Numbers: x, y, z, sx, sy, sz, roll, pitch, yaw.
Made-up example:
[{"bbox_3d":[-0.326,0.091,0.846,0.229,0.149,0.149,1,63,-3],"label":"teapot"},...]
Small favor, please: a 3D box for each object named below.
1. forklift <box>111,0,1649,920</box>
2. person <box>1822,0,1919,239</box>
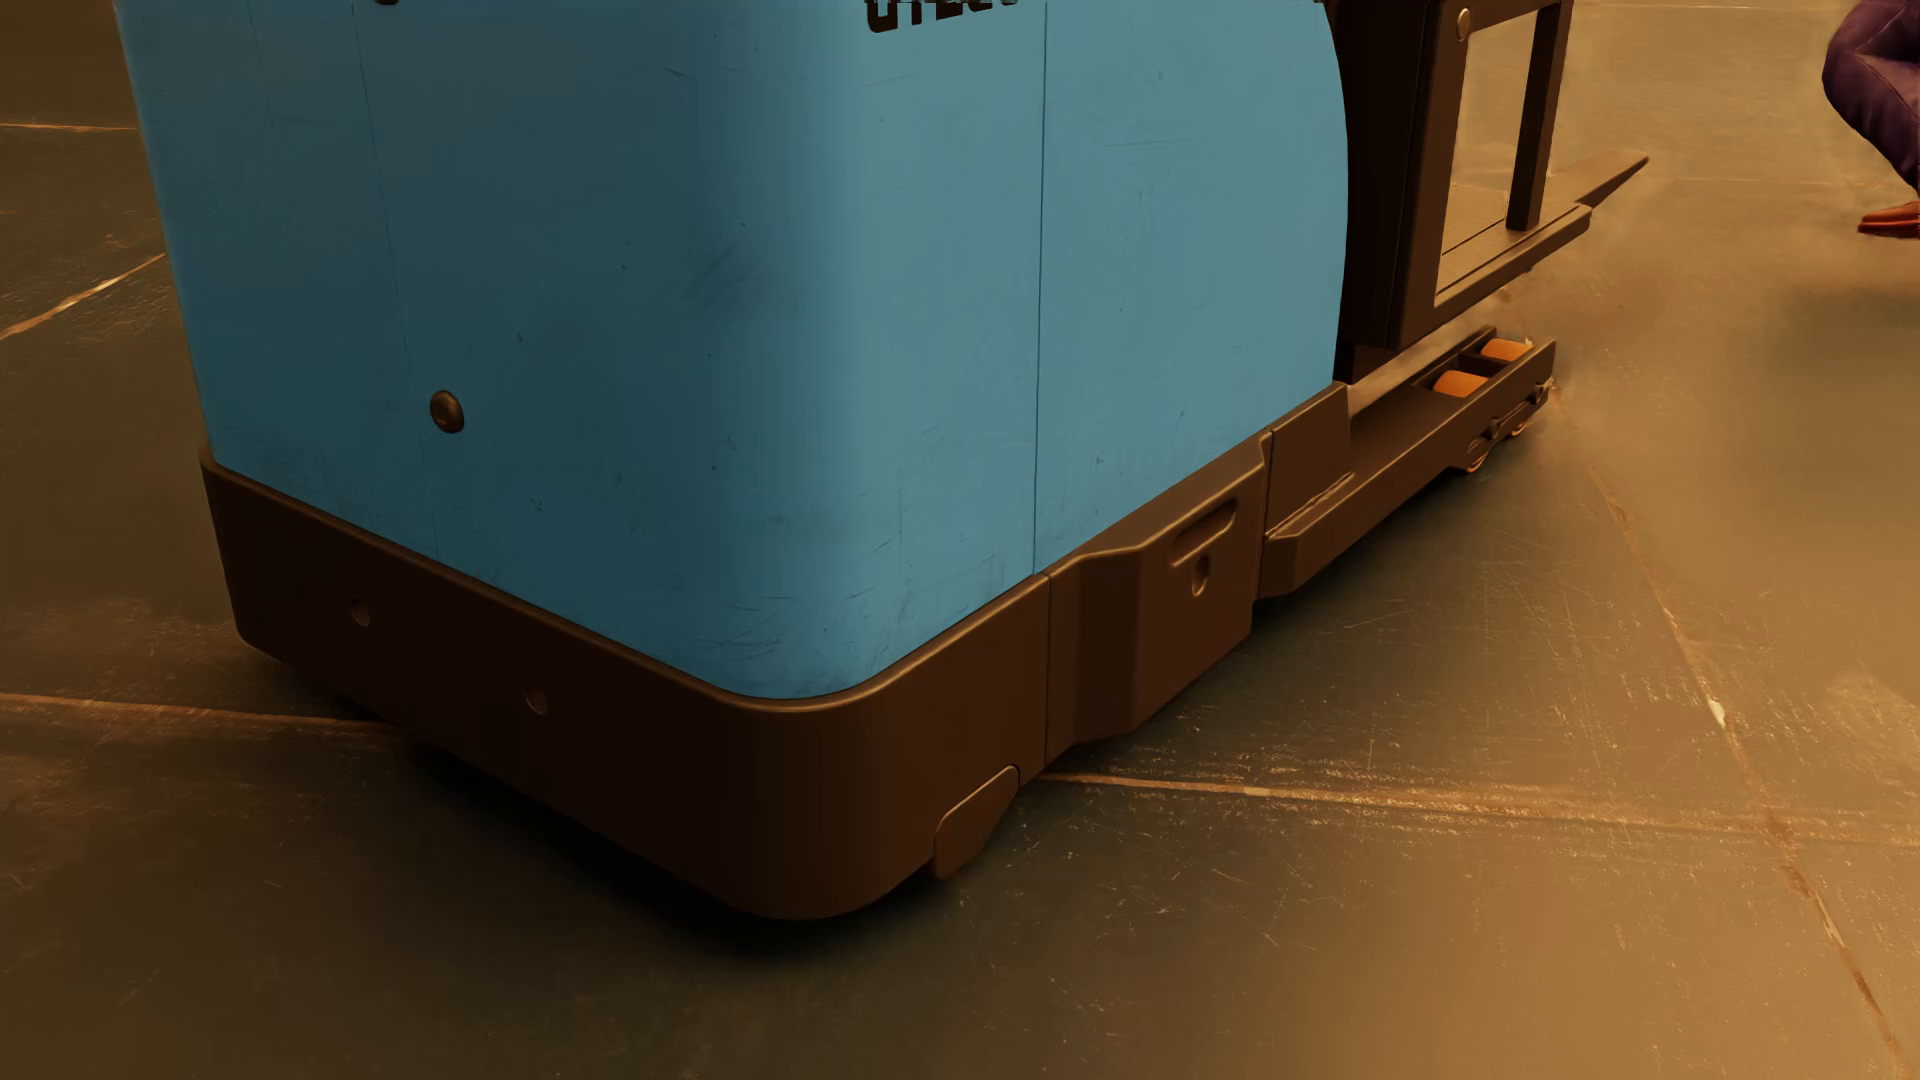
[{"bbox_3d":[0.365,-1.540,2.303,1.130,2.935,3.031,19,32,33],"label":"forklift"},{"bbox_3d":[2.267,-1.284,3.525,1.095,1.384,0.707,-6,27,-11],"label":"person"}]
